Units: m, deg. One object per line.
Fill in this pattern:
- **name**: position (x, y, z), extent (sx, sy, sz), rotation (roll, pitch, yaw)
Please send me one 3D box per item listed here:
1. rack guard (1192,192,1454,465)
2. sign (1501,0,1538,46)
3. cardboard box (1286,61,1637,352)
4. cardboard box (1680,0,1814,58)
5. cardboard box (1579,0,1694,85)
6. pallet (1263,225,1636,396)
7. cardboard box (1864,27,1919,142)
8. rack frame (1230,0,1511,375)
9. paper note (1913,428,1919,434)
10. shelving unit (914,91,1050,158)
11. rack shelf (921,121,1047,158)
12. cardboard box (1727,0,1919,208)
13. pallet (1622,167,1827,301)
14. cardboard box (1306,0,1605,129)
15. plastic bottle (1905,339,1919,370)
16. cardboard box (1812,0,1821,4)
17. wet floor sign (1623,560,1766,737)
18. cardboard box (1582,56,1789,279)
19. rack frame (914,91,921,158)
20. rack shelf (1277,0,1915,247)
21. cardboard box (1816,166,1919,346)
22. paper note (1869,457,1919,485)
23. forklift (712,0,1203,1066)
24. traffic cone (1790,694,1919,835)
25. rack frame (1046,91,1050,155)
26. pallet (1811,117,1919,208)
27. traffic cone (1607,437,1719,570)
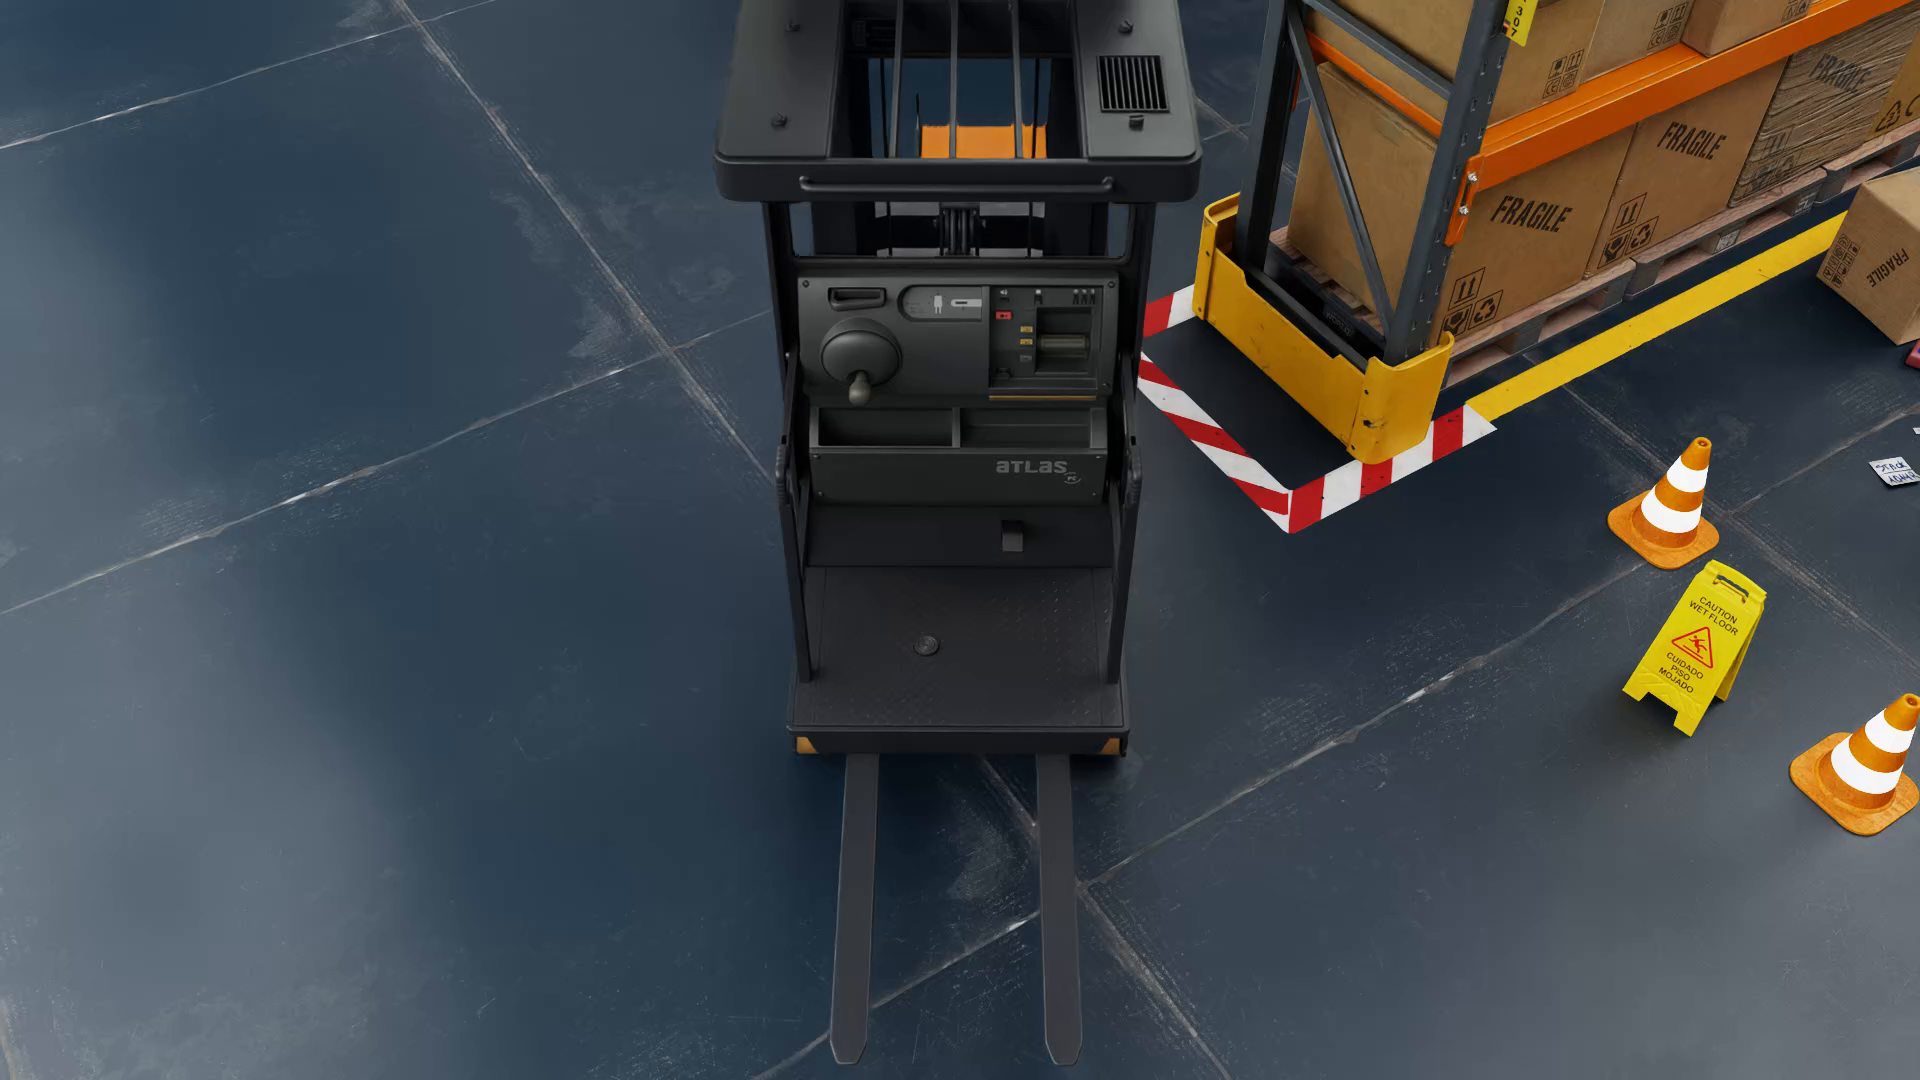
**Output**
- **rack guard**: position (1.427, -0.880, 6.699), extent (0.348, 0.500, 1.175), rotation (-25, 53, -21)
- **sign**: position (1.738, -1.682, 5.107), extent (0.005, 0.325, 0.100), rotation (-25, 53, -21)
- **cardboard box**: position (1.985, -1.466, 6.688), extent (0.875, 0.875, 0.875), rotation (-25, 53, -21)
- **cardboard box**: position (2.731, -2.324, 6.211), extent (0.550, 0.550, 0.875), rotation (-25, 53, -21)
- **cardboard box**: position (2.190, -2.180, 6.082), extent (0.550, 0.550, 0.875), rotation (-25, 53, -21)
- **pallet**: position (2.082, -1.161, 7.143), extent (1.213, 0.211, 1.003), rotation (-25, 53, -21)
- **cardboard box**: position (4.261, -2.541, 7.646), extent (0.875, 0.875, 0.875), rotation (-24, 53, -20)
- **rack frame**: position (1.447, -1.721, 5.774), extent (0.127, 3.000, 1.000), rotation (-25, 53, -21)
- **paper note**: position (3.869, -0.437, 6.632), extent (0.123, 0.001, 0.032), rotation (-2, 48, -1)
- **shelving unit**: position (0.089, -1.160, 6.478), extent (0.503, 1.200, 0.258), rotation (0, 48, 0)
- **rack shelf**: position (0.089, -1.423, 6.186), extent (0.480, 0.148, 0.258), rotation (0, 48, 0)
- **cardboard box**: position (3.500, -2.180, 7.324), extent (0.875, 0.875, 0.875), rotation (-25, 53, -21)
- **pallet**: position (3.112, -1.645, 7.573), extent (1.213, 0.211, 1.003), rotation (-25, 53, -21)
- **cardboard box**: position (1.737, -1.947, 5.875), extent (0.550, 0.550, 0.875), rotation (-25, 53, -21)
- **plastic bottle**: position (4.067, -0.721, 6.851), extent (0.283, 0.061, 0.133), rotation (30, 55, 24)
- **cardboard box**: position (3.157, -2.561, 6.422), extent (0.500, 0.550, 0.875), rotation (-25, 53, -21)
- **wet floor sign**: position (2.479, 0.324, 5.529), extent (0.232, 0.644, 0.267), rotation (-34, 57, -27)
- **cardboard box**: position (2.728, -1.818, 7.002), extent (0.875, 0.875, 0.875), rotation (-26, 53, -21)
- **rack frame**: position (-0.155, -1.160, 6.479), extent (0.015, 1.200, 0.240), rotation (0, 48, 0)
- **rack shelf**: position (3.139, -2.278, 6.752), extent (4.000, 0.370, 1.077), rotation (-25, 53, -21)
- **cardboard box**: position (4.065, -1.217, 6.998), extent (0.500, 0.500, 0.500), rotation (-17, 51, -15)
- **paper note**: position (3.644, -0.269, 6.470), extent (0.142, 0.017, 0.144), rotation (-9, 49, -8)
- **forklift**: position (-0.003, -0.491, 4.725), extent (1.130, 2.935, 3.031), rotation (0, 48, 0)
- **traffic cone**: position (2.969, 0.657, 5.355), extent (0.334, 0.463, 0.336), rotation (-25, 53, -21)
- **rack frame**: position (0.333, -1.159, 6.477), extent (0.015, 1.200, 0.240), rotation (0, 48, 0)
- **pallet**: position (4.145, -2.134, 8.009), extent (1.213, 0.211, 1.003), rotation (-25, 53, -21)
- **traffic cone**: position (2.654, -0.192, 6.111), extent (0.334, 0.463, 0.336), rotation (-25, 53, -21)
